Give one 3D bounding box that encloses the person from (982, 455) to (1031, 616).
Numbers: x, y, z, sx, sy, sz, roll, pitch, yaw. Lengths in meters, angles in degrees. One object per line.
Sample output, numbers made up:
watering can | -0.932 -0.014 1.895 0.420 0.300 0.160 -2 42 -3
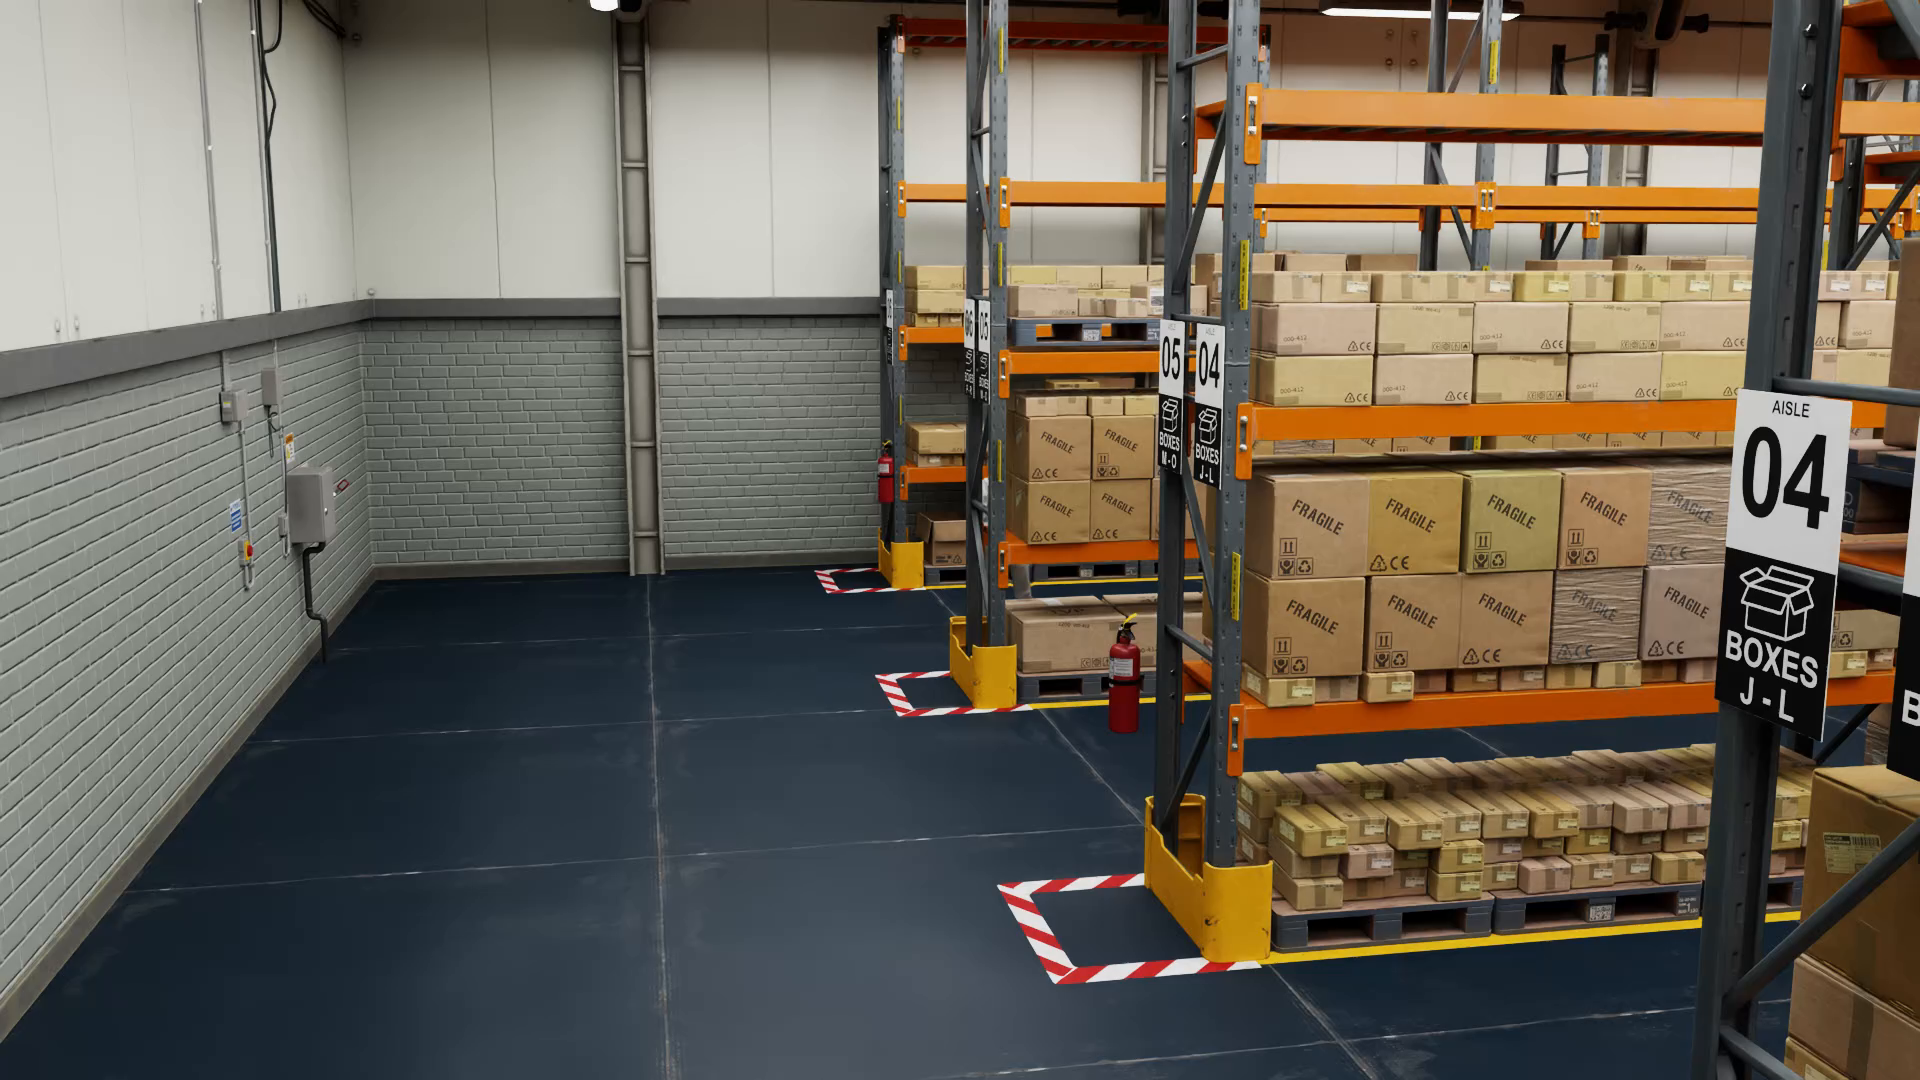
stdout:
person | 0.449 0.037 15.596 0.553 1.751 0.626 -5 11 -27
